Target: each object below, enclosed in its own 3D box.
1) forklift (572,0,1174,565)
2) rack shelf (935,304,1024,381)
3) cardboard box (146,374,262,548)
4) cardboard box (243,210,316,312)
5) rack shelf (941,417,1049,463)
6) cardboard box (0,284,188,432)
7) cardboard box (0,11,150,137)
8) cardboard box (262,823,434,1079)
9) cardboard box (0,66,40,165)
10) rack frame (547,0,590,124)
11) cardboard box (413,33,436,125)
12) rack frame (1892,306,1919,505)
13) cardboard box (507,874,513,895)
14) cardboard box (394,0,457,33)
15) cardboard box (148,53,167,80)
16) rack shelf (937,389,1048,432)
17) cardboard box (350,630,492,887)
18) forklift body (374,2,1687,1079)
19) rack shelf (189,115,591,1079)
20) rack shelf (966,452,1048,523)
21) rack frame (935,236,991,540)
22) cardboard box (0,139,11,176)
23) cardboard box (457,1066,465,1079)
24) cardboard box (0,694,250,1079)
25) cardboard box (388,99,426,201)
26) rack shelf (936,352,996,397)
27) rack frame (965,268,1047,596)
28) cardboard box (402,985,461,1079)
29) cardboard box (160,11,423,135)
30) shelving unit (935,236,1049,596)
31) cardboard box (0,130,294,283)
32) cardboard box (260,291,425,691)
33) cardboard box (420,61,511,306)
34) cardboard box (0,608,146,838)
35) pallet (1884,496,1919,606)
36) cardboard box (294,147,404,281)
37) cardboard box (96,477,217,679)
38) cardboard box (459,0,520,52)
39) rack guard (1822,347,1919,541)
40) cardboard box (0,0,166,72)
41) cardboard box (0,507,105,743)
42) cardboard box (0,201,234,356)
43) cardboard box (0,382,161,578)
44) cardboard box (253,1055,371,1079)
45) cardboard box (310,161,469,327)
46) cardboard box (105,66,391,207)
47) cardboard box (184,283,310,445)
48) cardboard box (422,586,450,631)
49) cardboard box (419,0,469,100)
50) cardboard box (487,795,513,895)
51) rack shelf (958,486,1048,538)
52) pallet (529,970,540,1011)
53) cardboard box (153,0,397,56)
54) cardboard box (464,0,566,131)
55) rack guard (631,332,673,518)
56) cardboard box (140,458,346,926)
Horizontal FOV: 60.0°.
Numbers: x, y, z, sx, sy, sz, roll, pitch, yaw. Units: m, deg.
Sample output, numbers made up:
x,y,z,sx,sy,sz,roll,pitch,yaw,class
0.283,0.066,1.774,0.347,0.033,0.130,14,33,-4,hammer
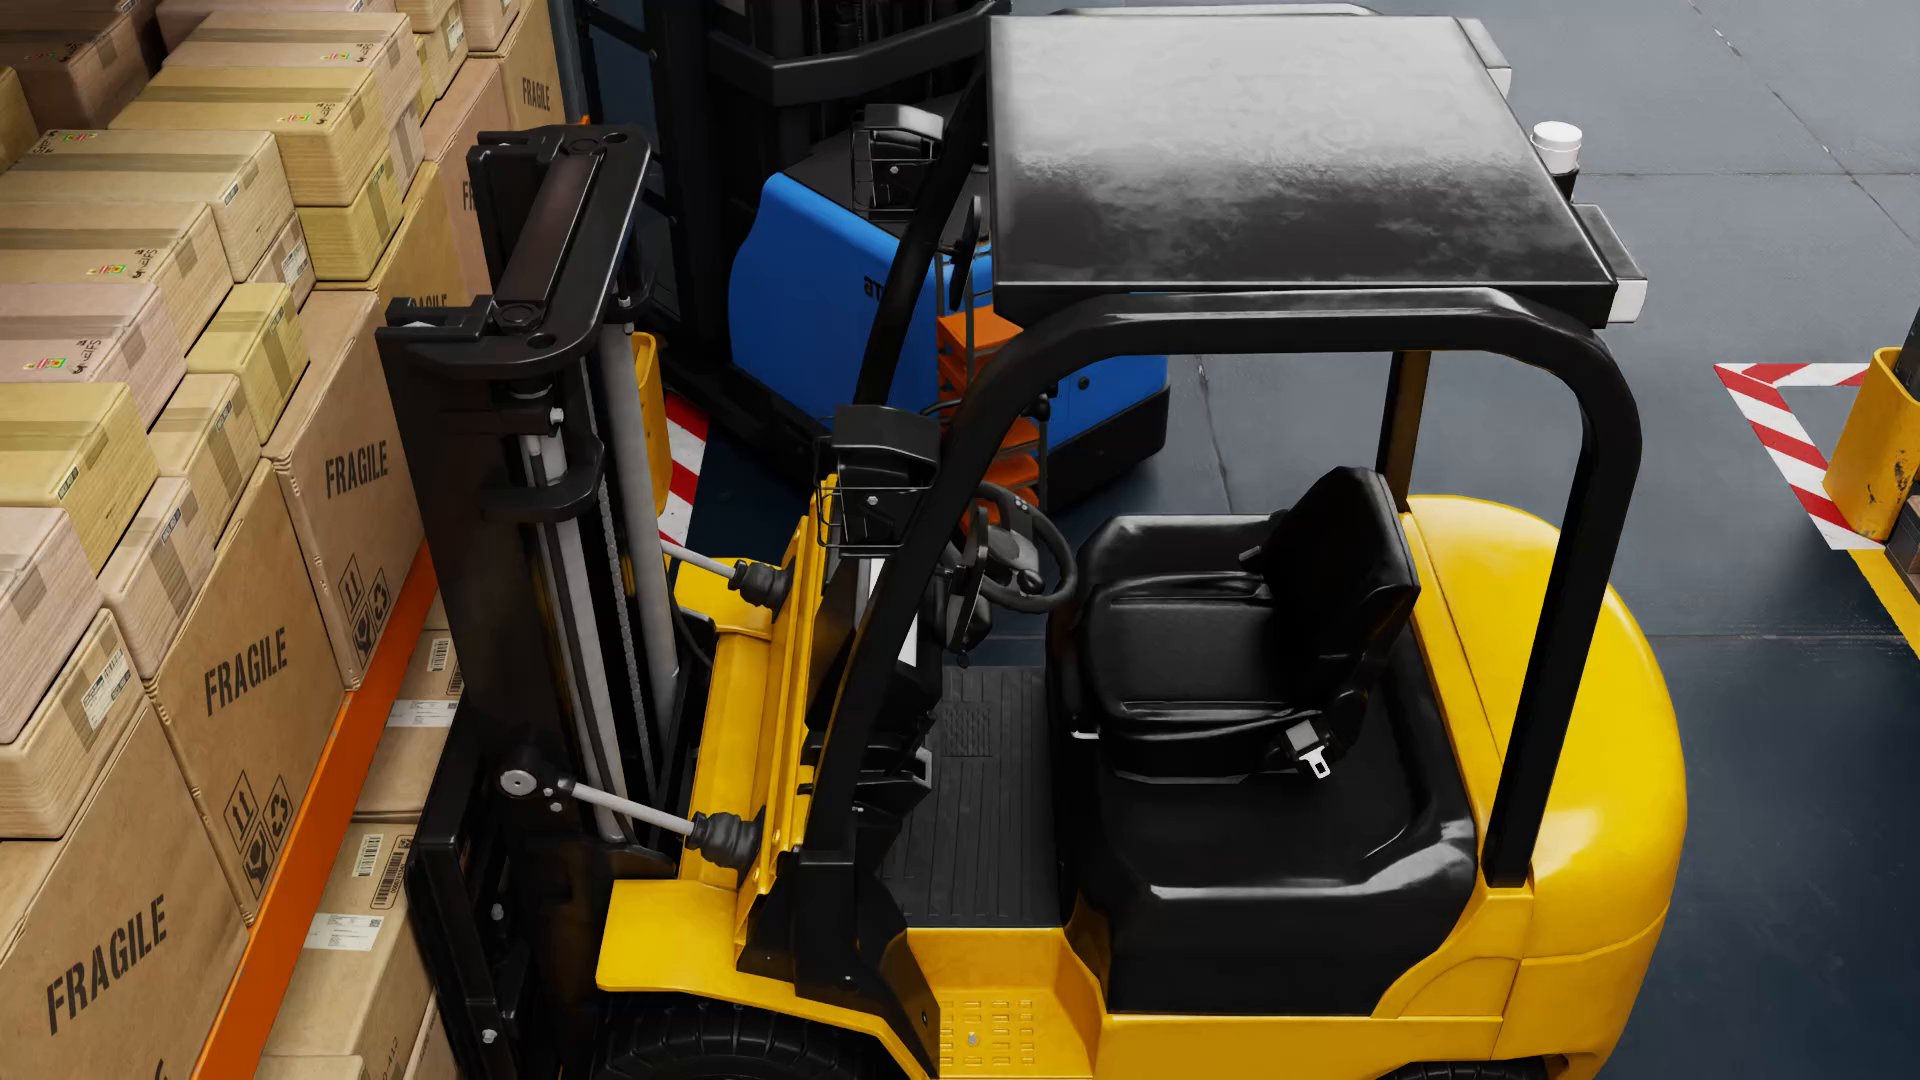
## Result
x,y,z,sx,sy,sz,roll,pitch,yaw,class
-0.668,-1.910,5.290,1.130,2.935,3.031,-29,47,-31,forklift
0.088,-0.544,4.460,0.258,0.103,0.180,-17,42,-19,rack shelf
-1.246,-0.108,2.388,0.380,0.149,0.250,-1,39,-1,cardboard box
-1.324,-0.435,2.795,0.380,0.149,0.250,0,39,0,cardboard box
0.095,-0.265,4.688,0.258,0.103,0.180,-17,42,-19,rack shelf
-1.321,-0.230,2.301,0.380,0.149,0.250,0,39,0,cardboard box
-1.762,-0.867,3.097,0.380,0.149,0.250,1,39,1,cardboard box
-1.225,0.769,2.955,0.500,0.250,0.500,1,39,1,cardboard box
-1.860,-0.703,2.892,0.380,0.149,0.250,-1,39,-1,cardboard box
-1.541,-1.318,4.496,1.000,3.000,0.127,0,39,0,rack frame
-1.302,-0.916,3.396,0.380,0.149,0.250,0,39,0,cardboard box
3.423,-1.324,4.503,1.000,3.000,0.127,0,39,0,rack frame
-1.219,0.834,3.674,0.500,0.250,0.500,1,39,1,cardboard box
-1.271,-1.184,3.493,0.380,0.149,0.250,1,39,1,cardboard box
-1.802,-0.917,3.397,0.380,0.149,0.250,-1,39,-2,cardboard box
0.092,-0.358,4.612,0.258,0.103,0.180,-17,42,-19,rack shelf
-1.218,0.441,3.365,0.500,0.250,0.500,-1,39,-1,cardboard box
0.286,0.198,3.283,2.313,2.155,1.214,0,39,0,forklift body
-1.538,0.214,3.160,1.077,0.370,4.000,0,39,0,rack shelf
0.097,-0.172,4.764,0.258,0.103,0.180,-17,42,-19,rack shelf
0.055,-0.351,4.724,0.240,1.200,0.006,-17,42,-19,rack frame
-1.781,-0.548,2.699,0.380,0.149,0.250,0,39,0,cardboard box
-1.238,1.151,3.278,0.500,0.250,0.500,1,39,1,cardboard box
-1.293,0.541,2.096,0.500,0.500,0.500,1,39,1,cardboard box
-1.255,-0.749,3.187,0.380,0.149,0.250,-1,39,-2,cardboard box
0.090,-0.451,4.536,0.258,0.103,0.180,-17,42,-19,rack shelf
0.133,-0.248,4.595,0.240,1.200,0.006,-17,42,-19,rack frame
-1.220,0.966,3.109,0.500,0.250,0.500,0,39,0,cardboard box
-1.234,-0.866,3.095,0.380,0.149,0.250,1,39,1,cardboard box
0.094,-0.300,4.660,0.258,1.200,0.189,-17,42,-19,shelving unit
-1.322,-0.543,2.692,0.380,0.149,0.250,0,39,1,cardboard box
-1.274,-0.090,2.884,0.500,0.500,0.500,0,39,0,cardboard box
-1.286,-0.725,3.676,0.500,0.500,0.500,1,39,1,cardboard box
-1.230,0.213,1.987,0.380,0.149,0.250,1,39,1,cardboard box
3.389,0.320,4.682,1.003,0.211,1.213,0,39,0,pallet
-1.234,-0.591,2.990,0.380,0.149,0.250,0,39,0,cardboard box
-1.228,0.049,2.192,0.380,0.149,0.250,0,39,-1,cardboard box
-1.230,-1.233,3.792,0.380,0.149,0.250,1,39,1,cardboard box
3.423,-0.301,5.225,1.175,0.500,0.348,0,39,0,rack guard
-1.788,-1.032,3.303,0.380,0.149,0.250,0,39,0,cardboard box
-1.237,0.092,1.900,0.380,0.149,0.250,1,39,1,cardboard box
-1.339,-0.385,2.496,0.380,0.149,0.250,0,39,0,cardboard box
-1.265,-0.070,2.103,0.380,0.149,0.250,-1,39,-1,cardboard box
-1.213,1.080,2.567,0.500,0.250,0.500,0,39,0,cardboard box
-1.285,-0.404,3.276,0.500,0.500,0.500,-1,39,-1,cardboard box
-1.228,-0.704,2.893,0.380,0.149,0.250,1,39,1,cardboard box
-1.255,-0.275,2.596,0.380,0.149,0.250,-1,39,-1,cardboard box
-1.211,0.124,3.760,0.500,0.250,0.500,0,39,1,cardboard box
-1.291,-1.071,3.589,0.380,0.149,0.250,1,39,1,cardboard box
-1.219,0.650,3.504,0.500,0.250,0.500,0,39,0,cardboard box
0.099,-0.079,4.840,0.258,0.103,0.180,-17,42,-19,rack shelf
-1.499,1.010,3.821,1.003,0.211,1.213,0,39,0,pallet
-1.345,-1.028,3.298,0.380,0.149,0.250,0,39,0,cardboard box
-1.278,-1.049,4.081,0.500,0.500,0.500,-1,39,-1,cardboard box
-1.541,-0.357,5.296,1.175,0.500,0.348,0,39,0,rack guard
-1.294,0.225,2.491,0.500,0.500,0.500,0,39,0,cardboard box
